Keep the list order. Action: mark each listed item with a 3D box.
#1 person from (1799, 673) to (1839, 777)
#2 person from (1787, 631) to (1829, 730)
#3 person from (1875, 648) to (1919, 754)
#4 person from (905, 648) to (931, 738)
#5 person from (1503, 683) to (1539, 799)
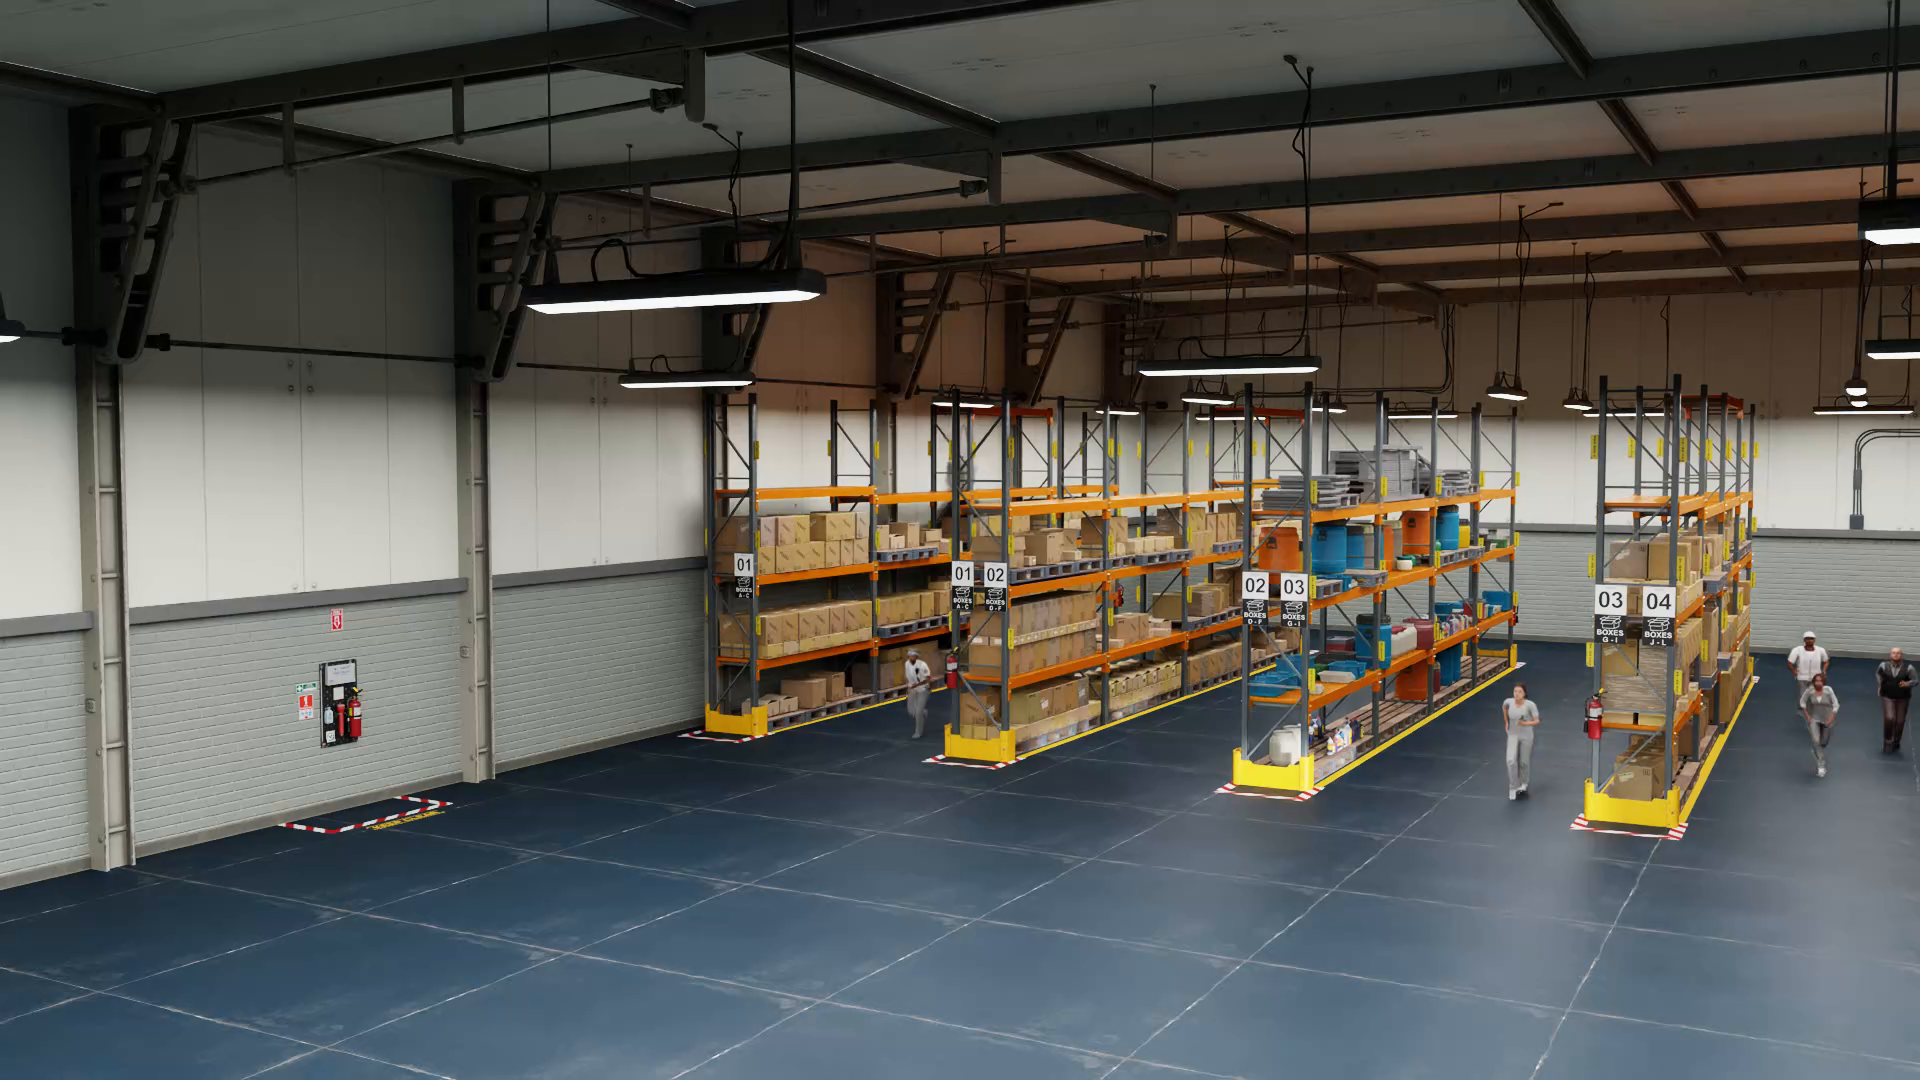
[{"bbox_3d":[13.363,2.841,25.893,0.540,1.584,0.870,1,3,21],"label":"person"},{"bbox_3d":[15.322,2.516,30.024,0.702,1.747,0.824,1,3,18],"label":"person"},{"bbox_3d":[15.511,2.661,27.540,0.635,1.769,0.747,2,4,29],"label":"person"},{"bbox_3d":[-0.735,2.652,28.951,0.563,1.617,0.696,1,3,25],"label":"person"},{"bbox_3d":[8.084,2.902,23.992,0.552,1.724,0.836,2,4,29],"label":"person"}]
